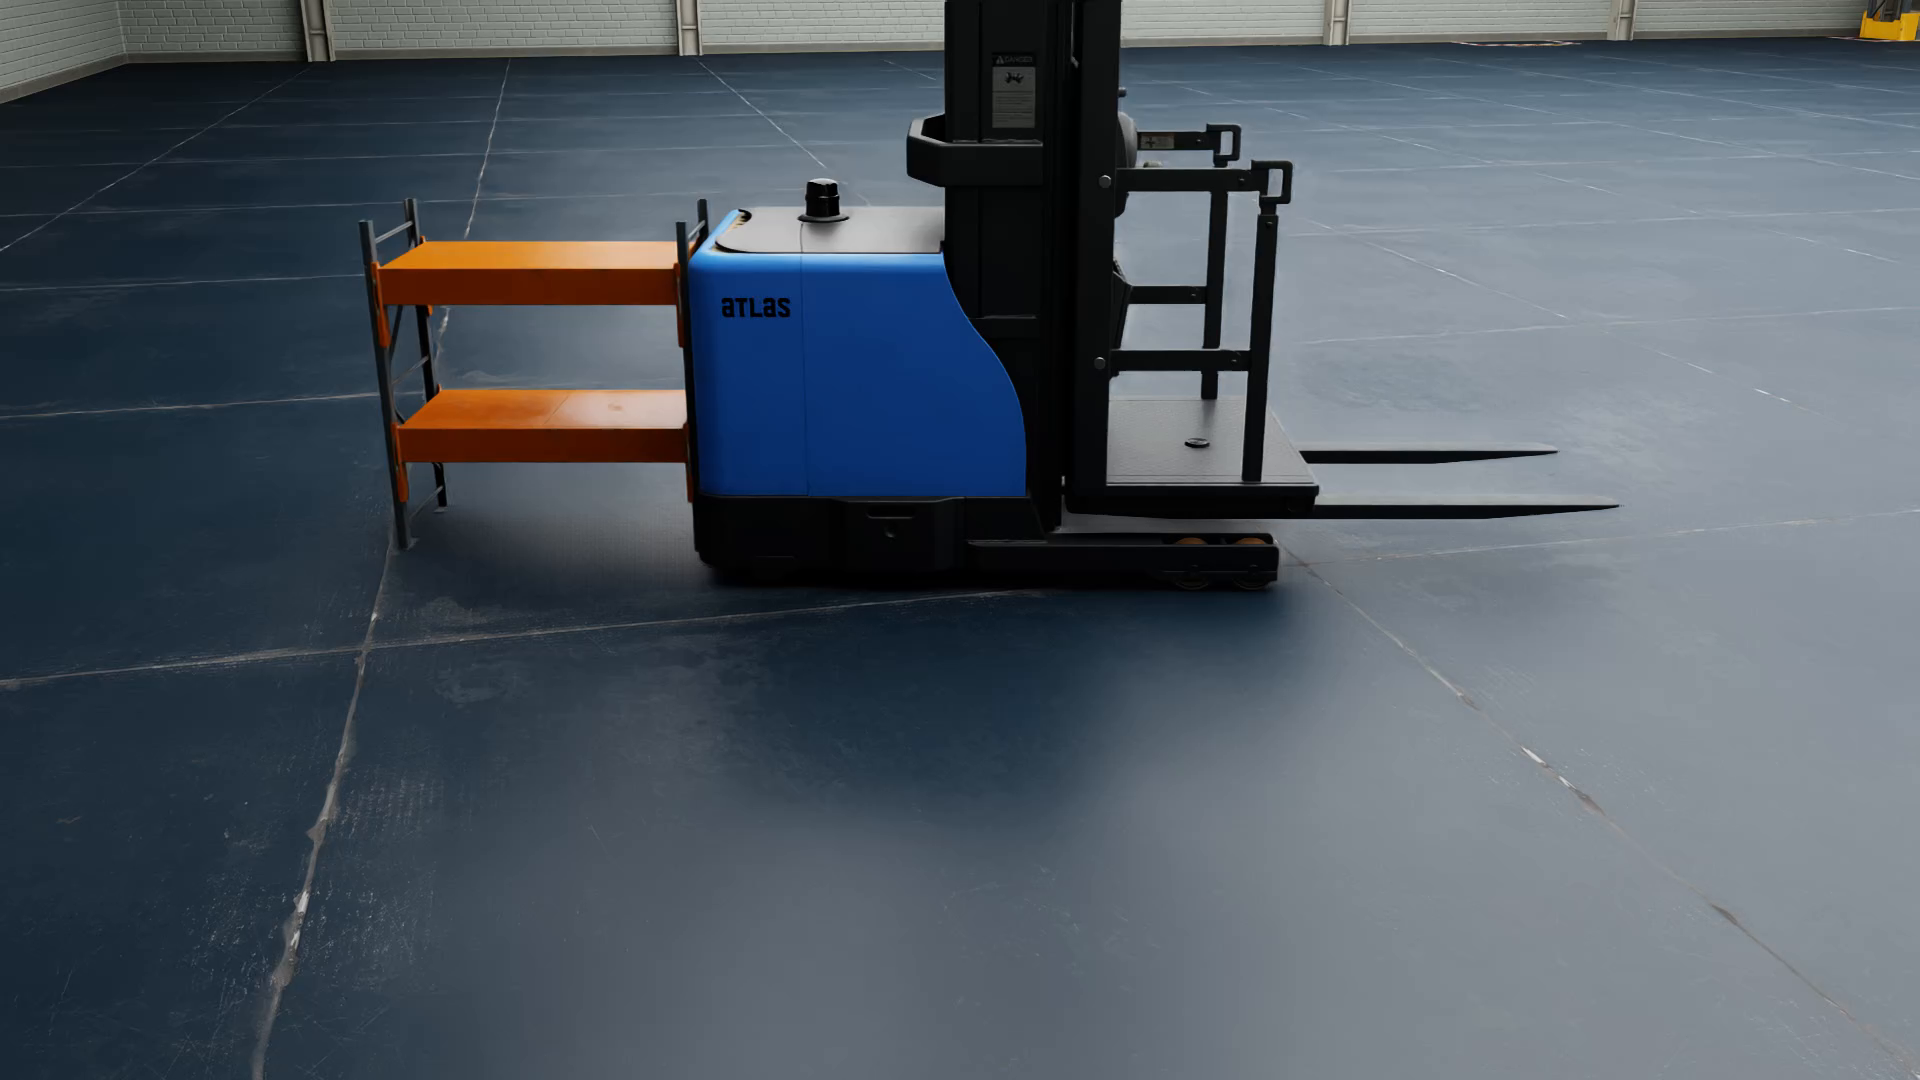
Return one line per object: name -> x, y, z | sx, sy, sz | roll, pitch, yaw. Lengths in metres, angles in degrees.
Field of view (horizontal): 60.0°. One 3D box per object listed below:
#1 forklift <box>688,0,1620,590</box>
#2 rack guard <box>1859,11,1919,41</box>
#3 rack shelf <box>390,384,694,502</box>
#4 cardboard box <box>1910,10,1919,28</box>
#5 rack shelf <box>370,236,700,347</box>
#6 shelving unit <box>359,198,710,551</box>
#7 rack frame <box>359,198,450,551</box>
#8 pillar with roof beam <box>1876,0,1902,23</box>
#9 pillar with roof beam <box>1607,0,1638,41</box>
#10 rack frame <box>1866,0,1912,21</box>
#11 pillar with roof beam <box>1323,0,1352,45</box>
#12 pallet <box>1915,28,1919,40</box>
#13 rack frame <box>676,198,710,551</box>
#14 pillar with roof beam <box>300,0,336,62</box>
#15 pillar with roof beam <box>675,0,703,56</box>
forklift -> 0.663, -1.398, 5.370 | 3.031, 2.935, 1.130 | 0, 20, 0
rack guard -> 18.310, -10.141, 32.772 | 0.348, 0.500, 1.175 | -5, 21, -12
rack shelf -> -1.403, -0.347, 5.836 | 1.000, 0.278, 0.538 | 0, 20, 0
cardboard box -> 18.930, -10.278, 32.780 | 0.500, 0.311, 0.500 | -7, 21, -19
rack shelf -> -1.403, -0.851, 5.652 | 1.000, 0.278, 0.538 | 0, 20, 0
shelving unit -> -1.403, -0.576, 5.752 | 1.048, 1.125, 0.538 | 0, 20, 0
rack frame -> -1.911, -0.577, 5.754 | 0.032, 1.125, 0.500 | 0, 20, 0
pillar with roof beam -> 19.709, -13.030, 28.302 | 0.400, 9.000, 9.100 | -5, 21, -12
pillar with roof beam -> 13.870, -12.555, 27.006 | 0.400, 9.000, 9.100 | -5, 21, -12
rack frame -> 18.236, -11.309, 32.326 | 0.127, 3.000, 1.000 | -5, 21, -12
pillar with roof beam -> 8.031, -12.080, 25.709 | 0.400, 9.000, 9.100 | -5, 21, -12
pallet -> 19.109, -10.058, 32.965 | 1.213, 0.211, 1.003 | -5, 21, -12
rack frame -> -0.894, -0.576, 5.751 | 0.032, 1.125, 0.500 | 0, 20, 0
pillar with roof beam -> -9.486, -10.655, 21.820 | 0.400, 9.000, 9.100 | -5, 21, -12
pillar with roof beam -> -3.647, -11.130, 23.116 | 0.400, 9.000, 9.100 | -5, 21, -12
